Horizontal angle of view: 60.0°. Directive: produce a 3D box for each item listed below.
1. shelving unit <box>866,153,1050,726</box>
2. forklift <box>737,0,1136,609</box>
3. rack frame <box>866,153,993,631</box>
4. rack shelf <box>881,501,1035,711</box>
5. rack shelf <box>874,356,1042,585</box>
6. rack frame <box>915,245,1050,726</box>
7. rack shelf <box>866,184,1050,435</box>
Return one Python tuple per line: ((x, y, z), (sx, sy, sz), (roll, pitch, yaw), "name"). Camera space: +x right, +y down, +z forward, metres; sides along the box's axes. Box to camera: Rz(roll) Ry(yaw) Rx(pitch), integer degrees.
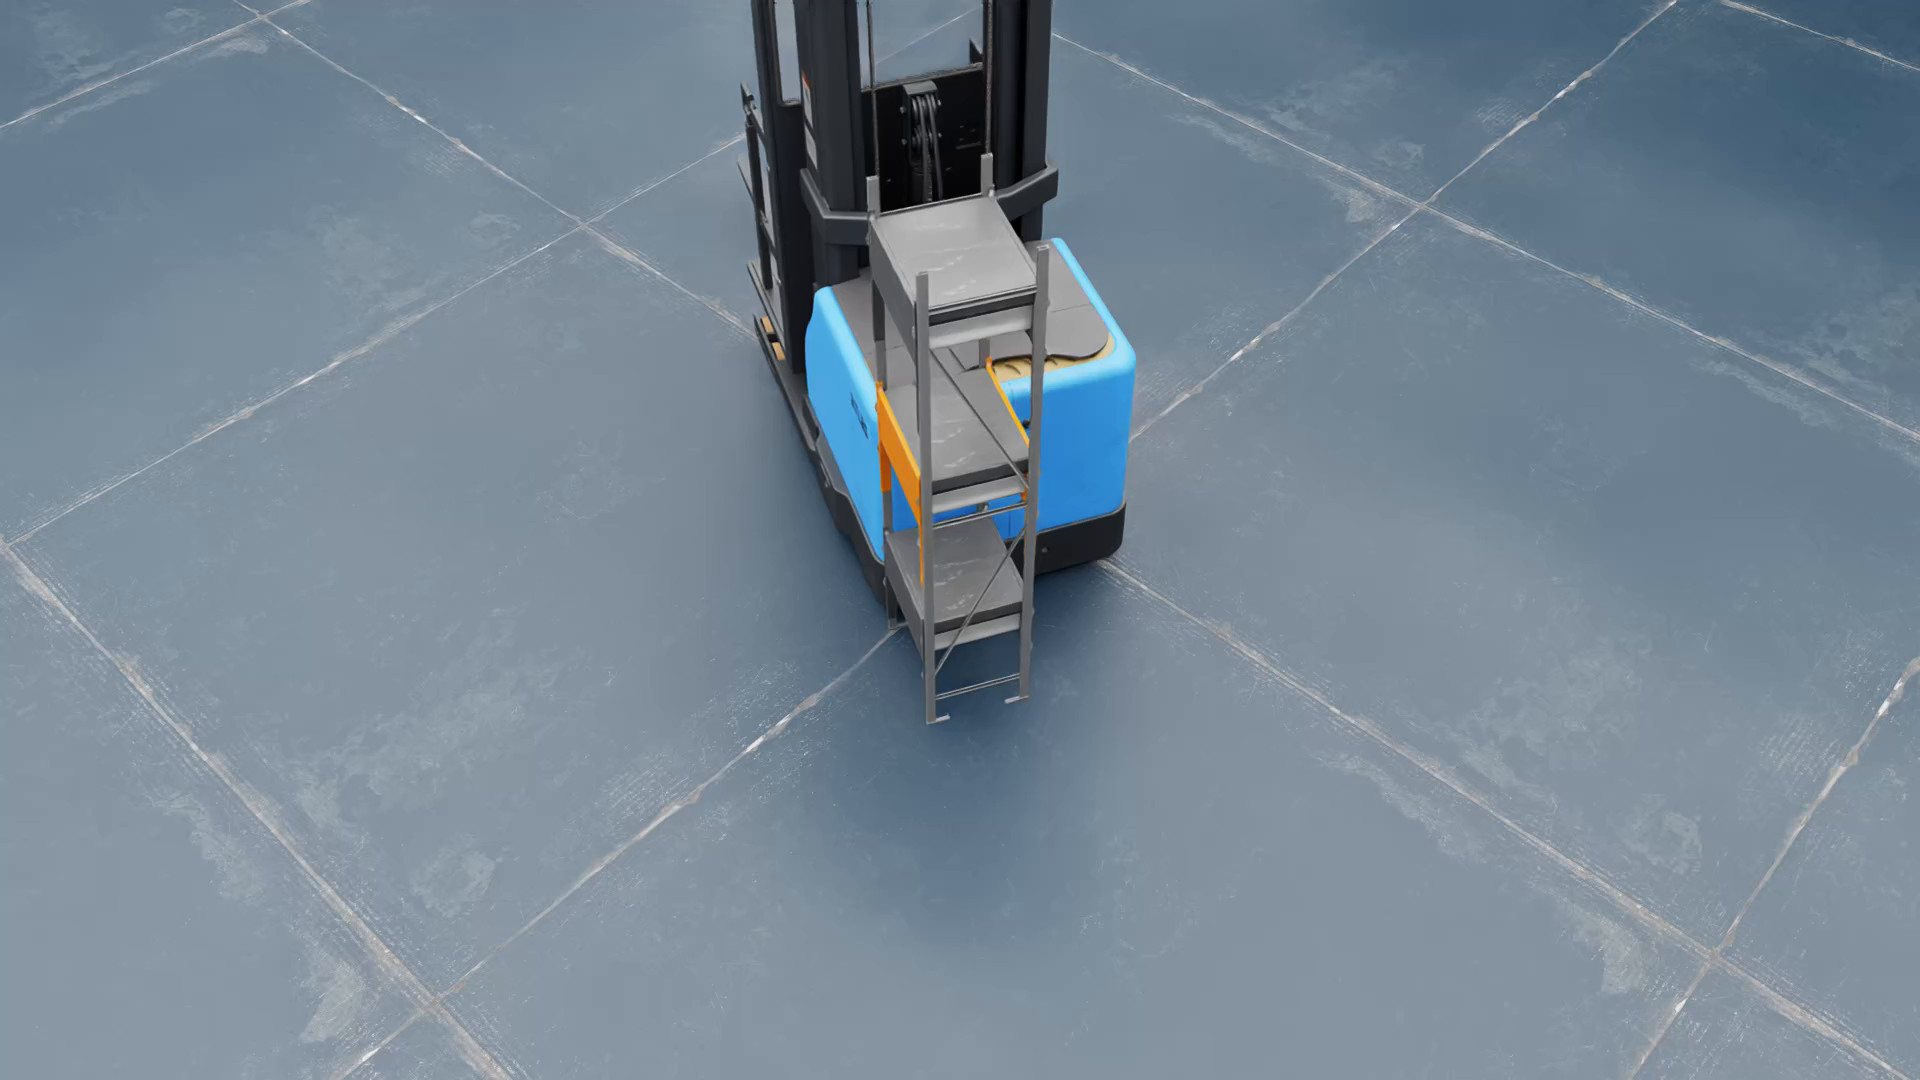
((-0.012, -0.245, 5.649), (0.431, 2.100, 0.503), (-14, 48, -13), "shelving unit")
((-0.304, -1.830, 6.566), (1.130, 2.935, 3.031), (-14, 48, -13), "forklift")
((-0.090, -0.414, 5.807), (0.400, 2.100, 0.015), (-14, 48, -13), "rack frame")
((-0.012, 0.243, 6.169), (0.431, 0.518, 0.480), (-14, 48, -13), "rack shelf")
((-0.012, -0.236, 5.659), (0.431, 0.518, 0.480), (-14, 48, -13), "rack shelf")
((0.066, -0.077, 5.490), (0.400, 2.100, 0.015), (-14, 48, -13), "rack frame")
((-0.012, -0.715, 5.148), (0.431, 0.518, 0.480), (-14, 48, -13), "rack shelf")
